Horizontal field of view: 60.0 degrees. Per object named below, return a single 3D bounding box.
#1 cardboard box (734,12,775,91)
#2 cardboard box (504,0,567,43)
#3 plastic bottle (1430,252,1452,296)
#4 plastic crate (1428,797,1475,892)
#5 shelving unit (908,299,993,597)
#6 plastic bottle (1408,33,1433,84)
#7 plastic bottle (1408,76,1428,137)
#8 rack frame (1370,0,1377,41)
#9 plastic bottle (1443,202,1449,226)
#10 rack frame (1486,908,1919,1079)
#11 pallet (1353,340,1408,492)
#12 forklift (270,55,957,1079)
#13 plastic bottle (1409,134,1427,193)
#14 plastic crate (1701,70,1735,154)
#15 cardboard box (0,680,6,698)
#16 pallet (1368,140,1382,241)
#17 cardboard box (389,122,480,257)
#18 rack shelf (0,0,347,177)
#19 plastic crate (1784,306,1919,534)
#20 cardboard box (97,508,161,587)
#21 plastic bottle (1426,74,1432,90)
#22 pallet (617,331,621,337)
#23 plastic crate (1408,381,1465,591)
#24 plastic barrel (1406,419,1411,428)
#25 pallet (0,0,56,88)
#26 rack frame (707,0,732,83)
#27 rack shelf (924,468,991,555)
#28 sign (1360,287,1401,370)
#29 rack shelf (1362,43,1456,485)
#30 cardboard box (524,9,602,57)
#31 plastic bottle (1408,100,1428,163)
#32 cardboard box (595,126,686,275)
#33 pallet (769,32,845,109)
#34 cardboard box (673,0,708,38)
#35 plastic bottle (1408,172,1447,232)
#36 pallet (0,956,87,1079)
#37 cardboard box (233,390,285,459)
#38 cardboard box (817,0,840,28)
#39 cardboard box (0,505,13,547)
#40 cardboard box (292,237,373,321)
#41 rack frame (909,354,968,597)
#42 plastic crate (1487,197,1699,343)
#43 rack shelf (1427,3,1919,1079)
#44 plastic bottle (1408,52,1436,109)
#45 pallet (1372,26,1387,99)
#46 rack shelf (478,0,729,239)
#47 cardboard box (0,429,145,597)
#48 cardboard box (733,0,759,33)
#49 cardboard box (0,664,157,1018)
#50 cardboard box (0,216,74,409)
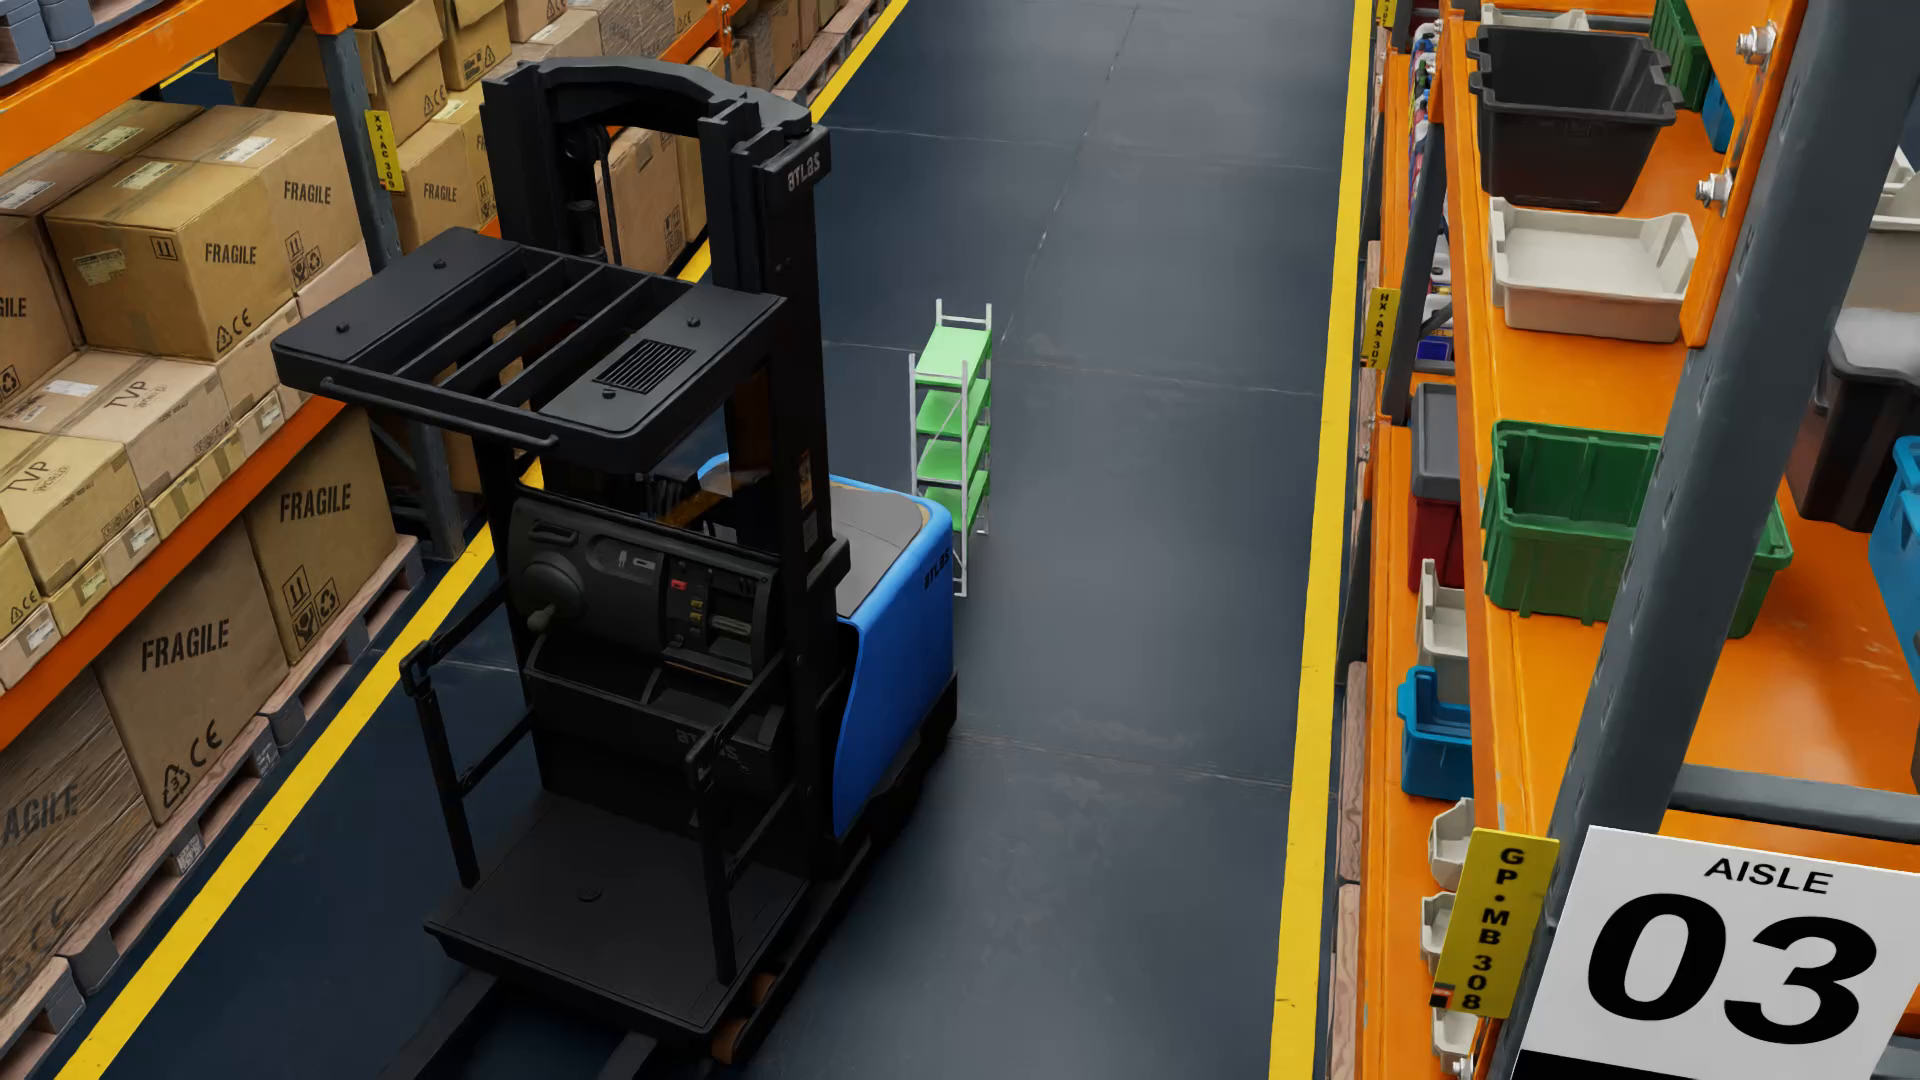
[{"bbox_3d":[-1.700,-3.367,11.595,0.700,0.500,0.500,4,36,6],"label":"cardboard box"},{"bbox_3d":[-2.380,-2.766,8.070,0.797,0.503,0.637,8,37,11],"label":"cardboard box"},{"bbox_3d":[1.901,-1.006,6.688,0.152,0.276,0.135,7,37,10],"label":"plastic bottle"},{"bbox_3d":[1.354,0.806,4.256,0.298,0.136,0.250,7,37,10],"label":"plastic crate"},{"bbox_3d":[-0.035,-0.391,7.267,0.258,1.200,0.503,7,37,10],"label":"shelving unit"},{"bbox_3d":[2.449,-2.551,8.824,0.097,0.271,0.097,0,36,0],"label":"plastic bottle"},{"bbox_3d":[2.280,-2.150,8.260,0.061,0.283,0.133,7,37,10],"label":"plastic bottle"},{"bbox_3d":[3.764,-5.167,12.323,1.000,3.000,0.127,7,37,10],"label":"rack frame"},{"bbox_3d":[2.009,-1.296,7.087,0.152,0.276,0.135,7,37,10],"label":"plastic bottle"},{"bbox_3d":[1.200,1.713,2.831,1.000,3.000,0.127,7,37,10],"label":"rack frame"},{"bbox_3d":[2.519,-0.590,8.385,1.003,0.211,1.213,7,37,10],"label":"pallet"},{"bbox_3d":[-1.074,0.225,4.941,1.130,2.935,3.031,15,38,19],"label":"forklift"},{"bbox_3d":[2.167,-1.760,7.665,0.144,0.351,0.185,7,37,10],"label":"plastic bottle"},{"bbox_3d":[2.172,-1.166,4.389,0.416,0.233,0.300,7,37,10],"label":"plastic crate"},{"bbox_3d":[-3.022,0.442,4.798,0.380,0.149,0.250,7,36,9],"label":"cardboard box"},{"bbox_3d":[3.113,-2.184,10.584,1.003,0.211,1.213,7,37,10],"label":"pallet"},{"bbox_3d":[-2.441,-1.474,7.143,0.500,0.500,0.500,7,37,10],"label":"cardboard box"},{"bbox_3d":[-3.211,-0.978,4.601,1.077,0.370,4.000,7,37,10],"label":"rack shelf"},{"bbox_3d":[1.795,-0.318,3.130,0.504,0.338,0.767,7,37,10],"label":"plastic crate"},{"bbox_3d":[-2.859,-0.001,5.410,0.380,0.149,0.250,8,37,11],"label":"cardboard box"},{"bbox_3d":[2.410,-2.278,8.447,0.097,0.271,0.097,0,36,0],"label":"plastic bottle"},{"bbox_3d":[-2.434,-1.226,9.261,1.003,0.211,1.213,7,37,10],"label":"pallet"},{"bbox_3d":[1.619,-0.150,5.296,0.402,0.464,0.583,7,37,10],"label":"plastic crate"},{"bbox_3d":[2.339,-0.617,7.475,0.600,0.901,0.708,7,37,10],"label":"plastic barrel"},{"bbox_3d":[-3.232,-1.215,4.390,1.003,0.211,1.213,7,37,10],"label":"pallet"},{"bbox_3d":[-1.930,-3.495,10.016,1.000,3.000,0.127,7,37,10],"label":"rack frame"},{"bbox_3d":[-0.035,-0.145,7.445,0.258,0.148,0.480,7,37,10],"label":"rack shelf"},{"bbox_3d":[1.518,-0.763,6.011,0.100,0.325,0.005,7,37,10],"label":"sign"},{"bbox_3d":[2.482,-1.436,7.788,1.077,0.370,4.000,7,37,10],"label":"rack shelf"},{"bbox_3d":[-2.122,-2.346,8.346,0.500,0.500,0.500,8,37,11],"label":"cardboard box"},{"bbox_3d":[2.210,-1.962,8.001,0.061,0.283,0.133,7,37,10],"label":"plastic bottle"},{"bbox_3d":[-2.295,-1.901,9.270,1.225,0.875,0.875,7,37,10],"label":"cardboard box"},{"bbox_3d":[-1.498,-3.511,12.414,1.003,0.211,1.213,7,37,10],"label":"pallet"},{"bbox_3d":[-1.793,-3.221,9.553,0.500,0.500,0.500,8,37,11],"label":"cardboard box"},{"bbox_3d":[2.087,-1.506,7.377,0.152,0.276,0.135,7,37,10],"label":"plastic bottle"},{"bbox_3d":[-3.544,1.753,5.152,1.003,0.211,1.213,7,37,10],"label":"pallet"},{"bbox_3d":[-2.694,-0.442,6.018,0.380,0.149,0.250,8,37,11],"label":"cardboard box"},{"bbox_3d":[-1.348,-4.334,12.928,0.700,0.500,0.500,7,37,10],"label":"cardboard box"},{"bbox_3d":[-3.060,-0.097,4.564,0.500,0.500,0.500,6,36,9],"label":"cardboard box"},{"bbox_3d":[-2.622,-0.975,6.414,0.500,0.250,0.500,7,36,9],"label":"cardboard box"},{"bbox_3d":[-0.087,-0.251,7.074,0.240,1.200,0.015,7,37,10],"label":"rack frame"},{"bbox_3d":[1.399,-0.611,3.706,0.437,0.136,0.530,7,37,10],"label":"plastic crate"},{"bbox_3d":[1.628,-0.357,3.744,1.077,0.370,4.000,7,37,10],"label":"rack shelf"},{"bbox_3d":[2.402,-2.351,8.543,0.152,0.276,0.135,7,37,10],"label":"plastic bottle"},{"bbox_3d":[3.634,-3.583,12.514,1.003,0.211,1.213,7,37,10],"label":"pallet"},{"bbox_3d":[-2.357,-2.057,8.645,1.077,0.370,4.000,7,37,10],"label":"rack shelf"},{"bbox_3d":[-2.950,-0.096,5.200,0.500,0.250,0.500,7,36,9],"label":"cardboard box"},{"bbox_3d":[-1.712,-3.658,11.357,0.500,0.250,0.500,11,37,15],"label":"cardboard box"},{"bbox_3d":[-3.385,0.883,5.428,0.875,0.875,0.875,7,37,10],"label":"cardboard box"},{"bbox_3d":[-3.355,-0.742,5.453,0.500,0.500,0.500,6,36,8],"label":"cardboard box"}]
